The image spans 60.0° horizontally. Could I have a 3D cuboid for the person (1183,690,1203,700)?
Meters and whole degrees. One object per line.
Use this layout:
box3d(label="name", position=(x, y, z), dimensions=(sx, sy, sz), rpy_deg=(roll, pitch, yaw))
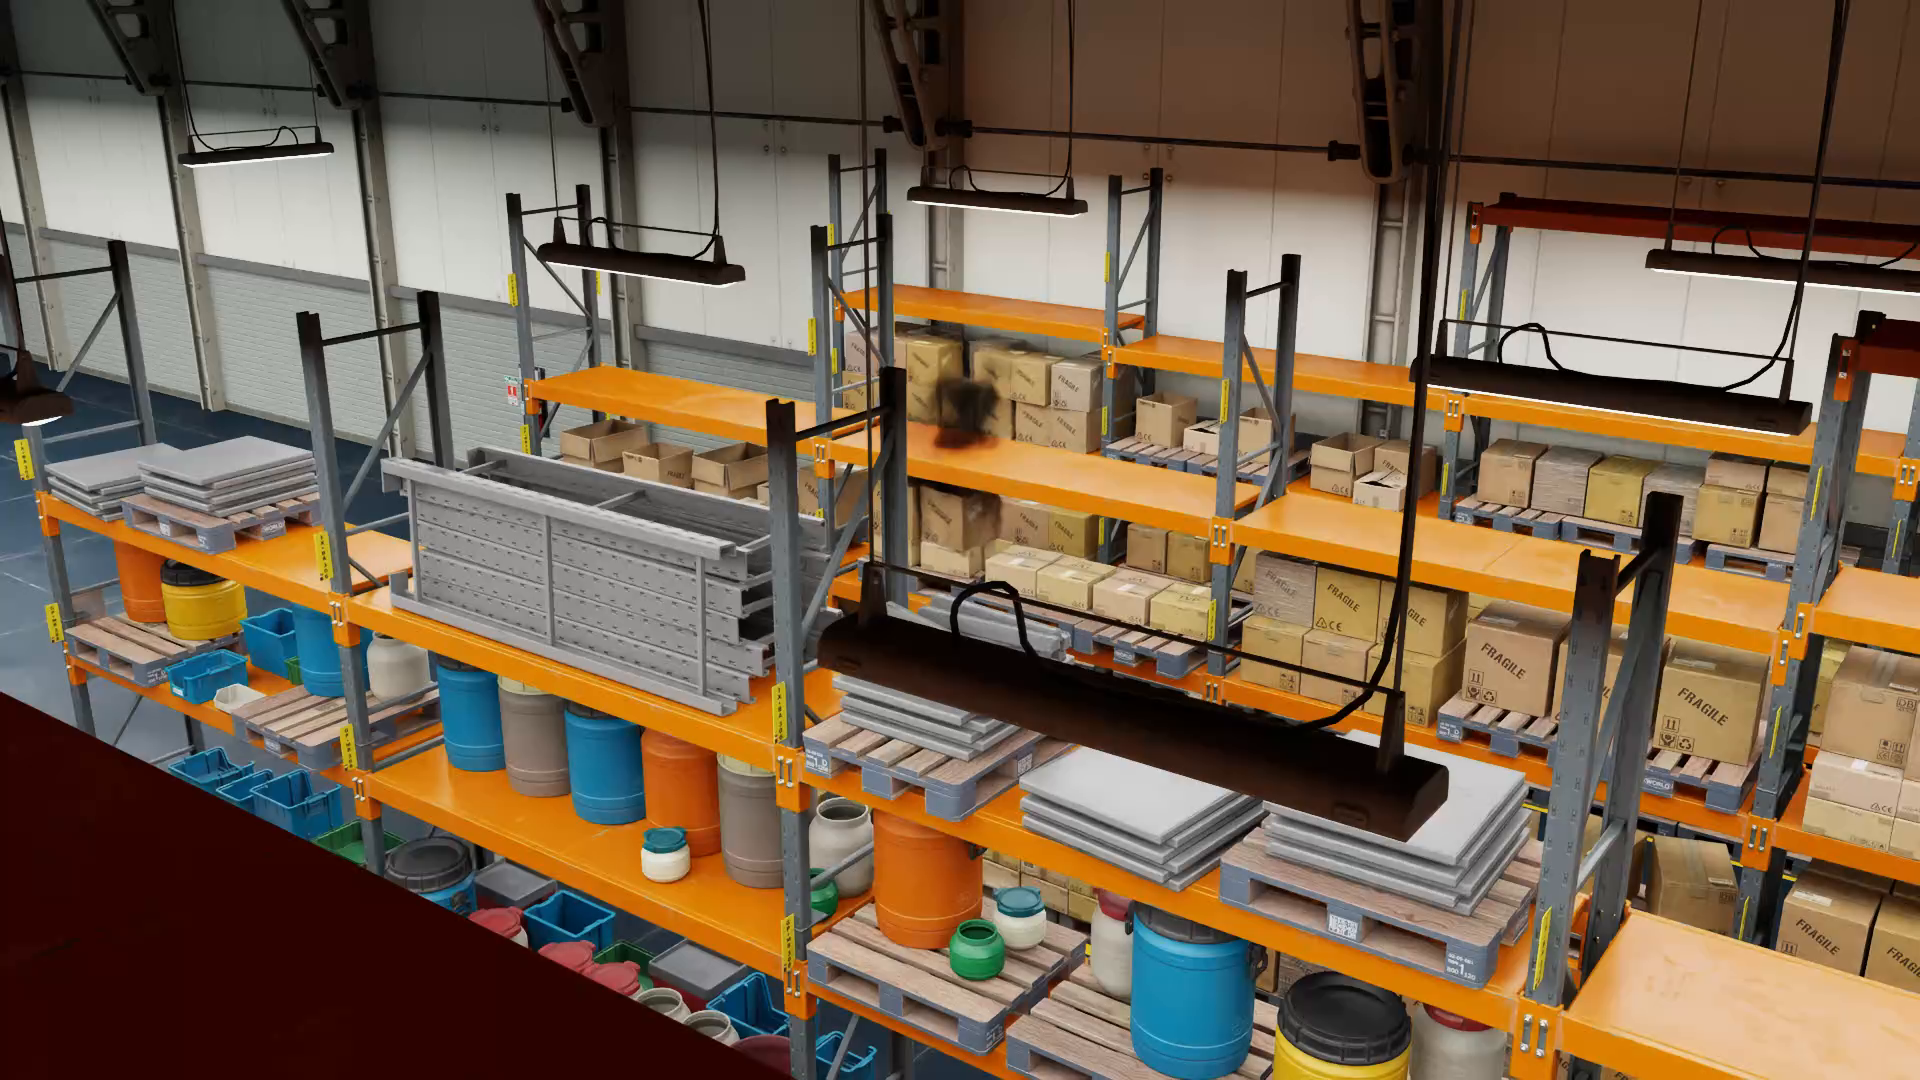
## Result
box3d(label="person", position=(2.308, 2.073, 16.278), dimensions=(0.799, 1.753, 0.553), rpy_deg=(14, 23, 35))

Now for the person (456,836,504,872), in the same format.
box3d(label="person", position=(-4.296, 2.474, 14.952), dimensions=(0.586, 1.737, 0.638), rpy_deg=(12, 22, 32))
